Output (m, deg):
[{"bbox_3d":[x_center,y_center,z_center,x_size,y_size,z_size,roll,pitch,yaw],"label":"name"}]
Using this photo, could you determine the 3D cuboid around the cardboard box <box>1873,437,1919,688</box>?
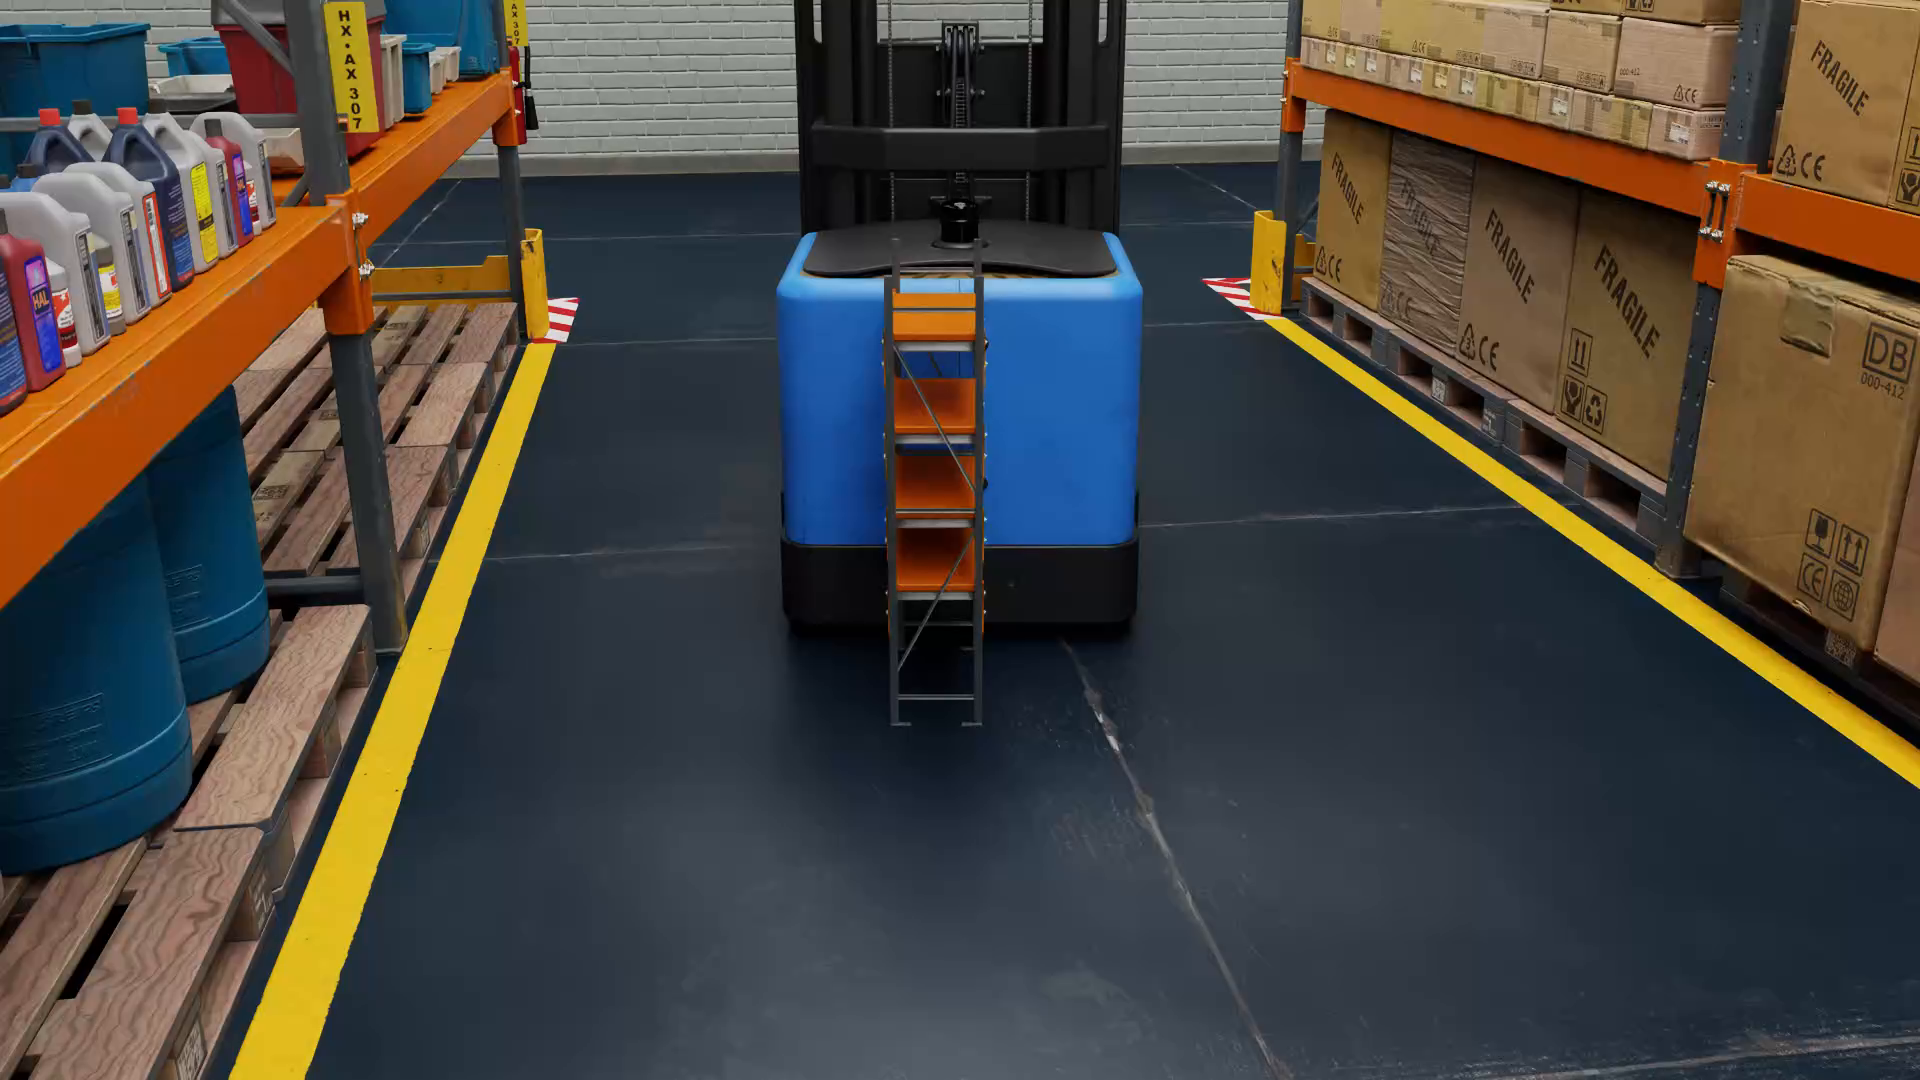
[{"bbox_3d":[3.023,0.013,3.831,1.225,0.875,0.875,-4,21,-10],"label":"cardboard box"}]

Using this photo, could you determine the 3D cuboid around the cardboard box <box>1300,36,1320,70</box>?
[{"bbox_3d":[1.929,-2.443,8.330,0.380,0.149,0.250,-3,21,-7],"label":"cardboard box"}]

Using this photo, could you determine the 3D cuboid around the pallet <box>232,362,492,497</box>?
[{"bbox_3d":[-2.444,-0.436,6.581,1.003,0.211,1.213,-3,21,-8],"label":"pallet"}]

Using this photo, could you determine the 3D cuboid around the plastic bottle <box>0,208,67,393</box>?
[{"bbox_3d":[-1.487,-0.385,2.628,0.061,0.283,0.133,-3,21,-8],"label":"plastic bottle"}]

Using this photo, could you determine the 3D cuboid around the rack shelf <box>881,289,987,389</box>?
[{"bbox_3d":[-0.062,-0.524,4.282,0.258,0.148,0.480,0,20,0],"label":"rack shelf"}]

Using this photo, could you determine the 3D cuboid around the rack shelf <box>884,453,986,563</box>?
[{"bbox_3d":[-0.062,-0.093,4.443,0.258,0.148,0.480,0,20,0],"label":"rack shelf"}]

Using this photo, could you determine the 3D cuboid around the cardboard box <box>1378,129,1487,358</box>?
[{"bbox_3d":[2.507,-1.369,7.532,0.875,0.875,0.875,-3,21,-8],"label":"cardboard box"}]

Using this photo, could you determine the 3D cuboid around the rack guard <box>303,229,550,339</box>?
[{"bbox_3d":[-2.713,-1.288,8.449,1.175,0.500,0.348,-3,21,-8],"label":"rack guard"}]

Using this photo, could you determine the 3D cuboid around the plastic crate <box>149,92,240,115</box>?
[{"bbox_3d":[-2.548,-1.339,5.322,0.437,0.125,0.590,-3,21,-8],"label":"plastic crate"}]

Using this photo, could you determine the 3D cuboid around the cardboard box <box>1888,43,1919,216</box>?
[{"bbox_3d":[2.673,-1.017,4.008,0.500,0.500,0.500,-3,21,-8],"label":"cardboard box"}]

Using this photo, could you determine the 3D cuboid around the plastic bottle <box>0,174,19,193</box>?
[{"bbox_3d":[-1.720,-0.525,3.019,0.097,0.271,0.097,0,20,0],"label":"plastic bottle"}]

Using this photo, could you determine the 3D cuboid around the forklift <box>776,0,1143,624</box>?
[{"bbox_3d":[0.001,-1.591,5.787,1.130,2.935,3.031,0,20,0],"label":"forklift"}]

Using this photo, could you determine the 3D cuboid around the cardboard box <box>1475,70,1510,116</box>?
[{"bbox_3d":[2.227,-1.732,6.425,0.380,0.149,0.250,-3,21,-9],"label":"cardboard box"}]

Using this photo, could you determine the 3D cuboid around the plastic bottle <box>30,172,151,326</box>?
[{"bbox_3d":[-1.599,-0.540,3.052,0.152,0.276,0.135,-3,21,-8],"label":"plastic bottle"}]

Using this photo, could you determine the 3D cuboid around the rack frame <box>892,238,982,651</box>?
[{"bbox_3d":[-0.062,-0.242,4.648,0.240,1.200,0.015,0,20,0],"label":"rack frame"}]

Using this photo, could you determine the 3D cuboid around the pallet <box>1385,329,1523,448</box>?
[{"bbox_3d":[2.570,-0.700,7.289,1.003,0.211,1.213,-3,21,-8],"label":"pallet"}]

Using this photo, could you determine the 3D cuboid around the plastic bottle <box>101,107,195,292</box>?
[{"bbox_3d":[-1.637,-0.677,3.312,0.144,0.351,0.185,-3,21,-8],"label":"plastic bottle"}]

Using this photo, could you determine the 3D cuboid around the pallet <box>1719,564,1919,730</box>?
[{"bbox_3d":[2.967,0.254,4.735,1.003,0.211,1.213,-3,21,-8],"label":"pallet"}]

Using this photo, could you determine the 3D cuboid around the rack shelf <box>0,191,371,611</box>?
[{"bbox_3d":[-1.832,-0.036,2.555,1.077,0.370,4.000,-3,21,-8],"label":"rack shelf"}]

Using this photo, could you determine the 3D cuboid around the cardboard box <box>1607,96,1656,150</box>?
[{"bbox_3d":[2.375,-1.376,5.473,0.380,0.149,0.250,-3,21,-7],"label":"cardboard box"}]

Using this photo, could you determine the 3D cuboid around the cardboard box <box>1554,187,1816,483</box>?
[{"bbox_3d":[2.765,-0.750,5.873,0.875,0.875,0.875,-3,21,-8],"label":"cardboard box"}]

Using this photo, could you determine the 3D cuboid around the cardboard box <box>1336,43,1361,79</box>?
[{"bbox_3d":[2.005,-2.266,7.855,0.380,0.149,0.250,-3,21,-9],"label":"cardboard box"}]

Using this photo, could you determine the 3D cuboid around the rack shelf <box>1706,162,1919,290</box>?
[{"bbox_3d":[3.069,-0.286,3.224,1.077,0.370,4.000,-3,21,-8],"label":"rack shelf"}]

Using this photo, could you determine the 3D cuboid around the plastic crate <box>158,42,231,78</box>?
[{"bbox_3d":[-2.754,-1.739,6.238,0.416,0.233,0.300,-3,21,-8],"label":"plastic crate"}]

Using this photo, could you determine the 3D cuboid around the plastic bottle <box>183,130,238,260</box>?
[{"bbox_3d":[-1.691,-0.761,3.644,0.152,0.276,0.135,-3,21,-8],"label":"plastic bottle"}]

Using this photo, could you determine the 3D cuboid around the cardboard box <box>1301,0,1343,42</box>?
[{"bbox_3d":[2.006,-2.590,8.153,0.500,0.250,0.500,-3,21,-9],"label":"cardboard box"}]

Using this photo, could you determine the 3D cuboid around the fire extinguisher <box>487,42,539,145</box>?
[{"bbox_3d":[-2.269,-2.315,8.271,0.296,0.674,0.183,-3,21,-8],"label":"fire extinguisher"}]

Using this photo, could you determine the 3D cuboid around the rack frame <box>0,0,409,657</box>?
[{"bbox_3d":[-2.120,-1.066,4.283,1.000,3.000,0.127,-3,21,-8],"label":"rack frame"}]

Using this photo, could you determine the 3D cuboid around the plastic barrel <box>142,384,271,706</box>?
[{"bbox_3d":[-2.059,-0.090,4.070,0.600,0.901,0.708,-3,21,-8],"label":"plastic barrel"}]

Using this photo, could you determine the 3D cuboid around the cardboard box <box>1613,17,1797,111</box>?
[{"bbox_3d":[2.458,-1.524,5.300,0.500,0.250,0.500,-3,21,-9],"label":"cardboard box"}]

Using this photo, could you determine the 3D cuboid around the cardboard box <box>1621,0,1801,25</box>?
[{"bbox_3d":[2.450,-1.882,5.185,0.500,0.500,0.500,-2,21,-6],"label":"cardboard box"}]

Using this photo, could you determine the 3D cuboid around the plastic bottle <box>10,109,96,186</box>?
[{"bbox_3d":[-1.780,-0.670,3.293,0.144,0.351,0.185,-3,21,-8],"label":"plastic bottle"}]

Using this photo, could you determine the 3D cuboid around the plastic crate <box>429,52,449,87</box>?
[{"bbox_3d":[-2.373,-1.981,7.025,0.396,0.136,0.243,-3,21,-8],"label":"plastic crate"}]

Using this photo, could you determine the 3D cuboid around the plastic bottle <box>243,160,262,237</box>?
[{"bbox_3d":[-1.700,-0.814,3.892,0.097,0.201,0.097,0,20,0],"label":"plastic bottle"}]

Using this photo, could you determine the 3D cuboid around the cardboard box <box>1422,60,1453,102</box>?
[{"bbox_3d":[2.152,-1.911,6.905,0.380,0.149,0.250,-3,21,-9],"label":"cardboard box"}]

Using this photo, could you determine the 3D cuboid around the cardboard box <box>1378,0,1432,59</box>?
[{"bbox_3d":[2.157,-2.236,7.205,0.500,0.250,0.500,-4,21,-10],"label":"cardboard box"}]

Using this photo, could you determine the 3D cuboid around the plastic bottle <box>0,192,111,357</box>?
[{"bbox_3d":[-1.565,-0.460,2.837,0.152,0.276,0.135,-3,21,-8],"label":"plastic bottle"}]

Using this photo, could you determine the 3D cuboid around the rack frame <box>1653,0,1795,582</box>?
[{"bbox_3d":[2.781,-1.316,4.952,1.000,3.000,0.127,-3,21,-8],"label":"rack frame"}]

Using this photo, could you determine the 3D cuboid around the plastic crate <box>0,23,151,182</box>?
[{"bbox_3d":[-2.525,-1.231,4.662,0.392,0.384,0.575,-3,21,-8],"label":"plastic crate"}]

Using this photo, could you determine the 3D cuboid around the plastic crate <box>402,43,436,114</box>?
[{"bbox_3d":[-2.147,-1.702,6.141,0.416,0.233,0.300,-3,21,-8],"label":"plastic crate"}]

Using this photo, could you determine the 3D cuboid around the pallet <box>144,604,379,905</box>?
[{"bbox_3d":[-2.050,0.510,4.050,1.003,0.211,1.213,-3,21,-8],"label":"pallet"}]

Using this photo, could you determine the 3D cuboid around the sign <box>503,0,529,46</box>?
[{"bbox_3d":[-2.155,-2.561,8.052,0.100,0.325,0.005,-3,21,-8],"label":"sign"}]

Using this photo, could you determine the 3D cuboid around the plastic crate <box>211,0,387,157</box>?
[{"bbox_3d":[-2.001,-1.446,5.123,0.402,0.464,0.583,-3,21,-8],"label":"plastic crate"}]

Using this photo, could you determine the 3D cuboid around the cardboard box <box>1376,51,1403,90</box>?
[{"bbox_3d":[2.079,-2.088,7.378,0.380,0.149,0.250,-3,21,-9],"label":"cardboard box"}]

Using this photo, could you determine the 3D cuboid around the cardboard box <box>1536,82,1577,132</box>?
[{"bbox_3d":[2.302,-1.554,5.949,0.380,0.149,0.250,-3,21,-7],"label":"cardboard box"}]

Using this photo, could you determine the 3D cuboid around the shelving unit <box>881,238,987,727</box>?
[{"bbox_3d":[-0.062,-0.156,4.420,0.258,1.200,0.503,0,20,0],"label":"shelving unit"}]

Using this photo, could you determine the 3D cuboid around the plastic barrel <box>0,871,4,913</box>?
[{"bbox_3d":[-1.964,0.537,2.946,0.421,0.512,0.421,0,20,0],"label":"plastic barrel"}]

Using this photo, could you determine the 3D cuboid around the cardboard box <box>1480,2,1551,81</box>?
[{"bbox_3d":[2.307,-1.880,6.252,0.500,0.250,0.500,-2,21,-7],"label":"cardboard box"}]
